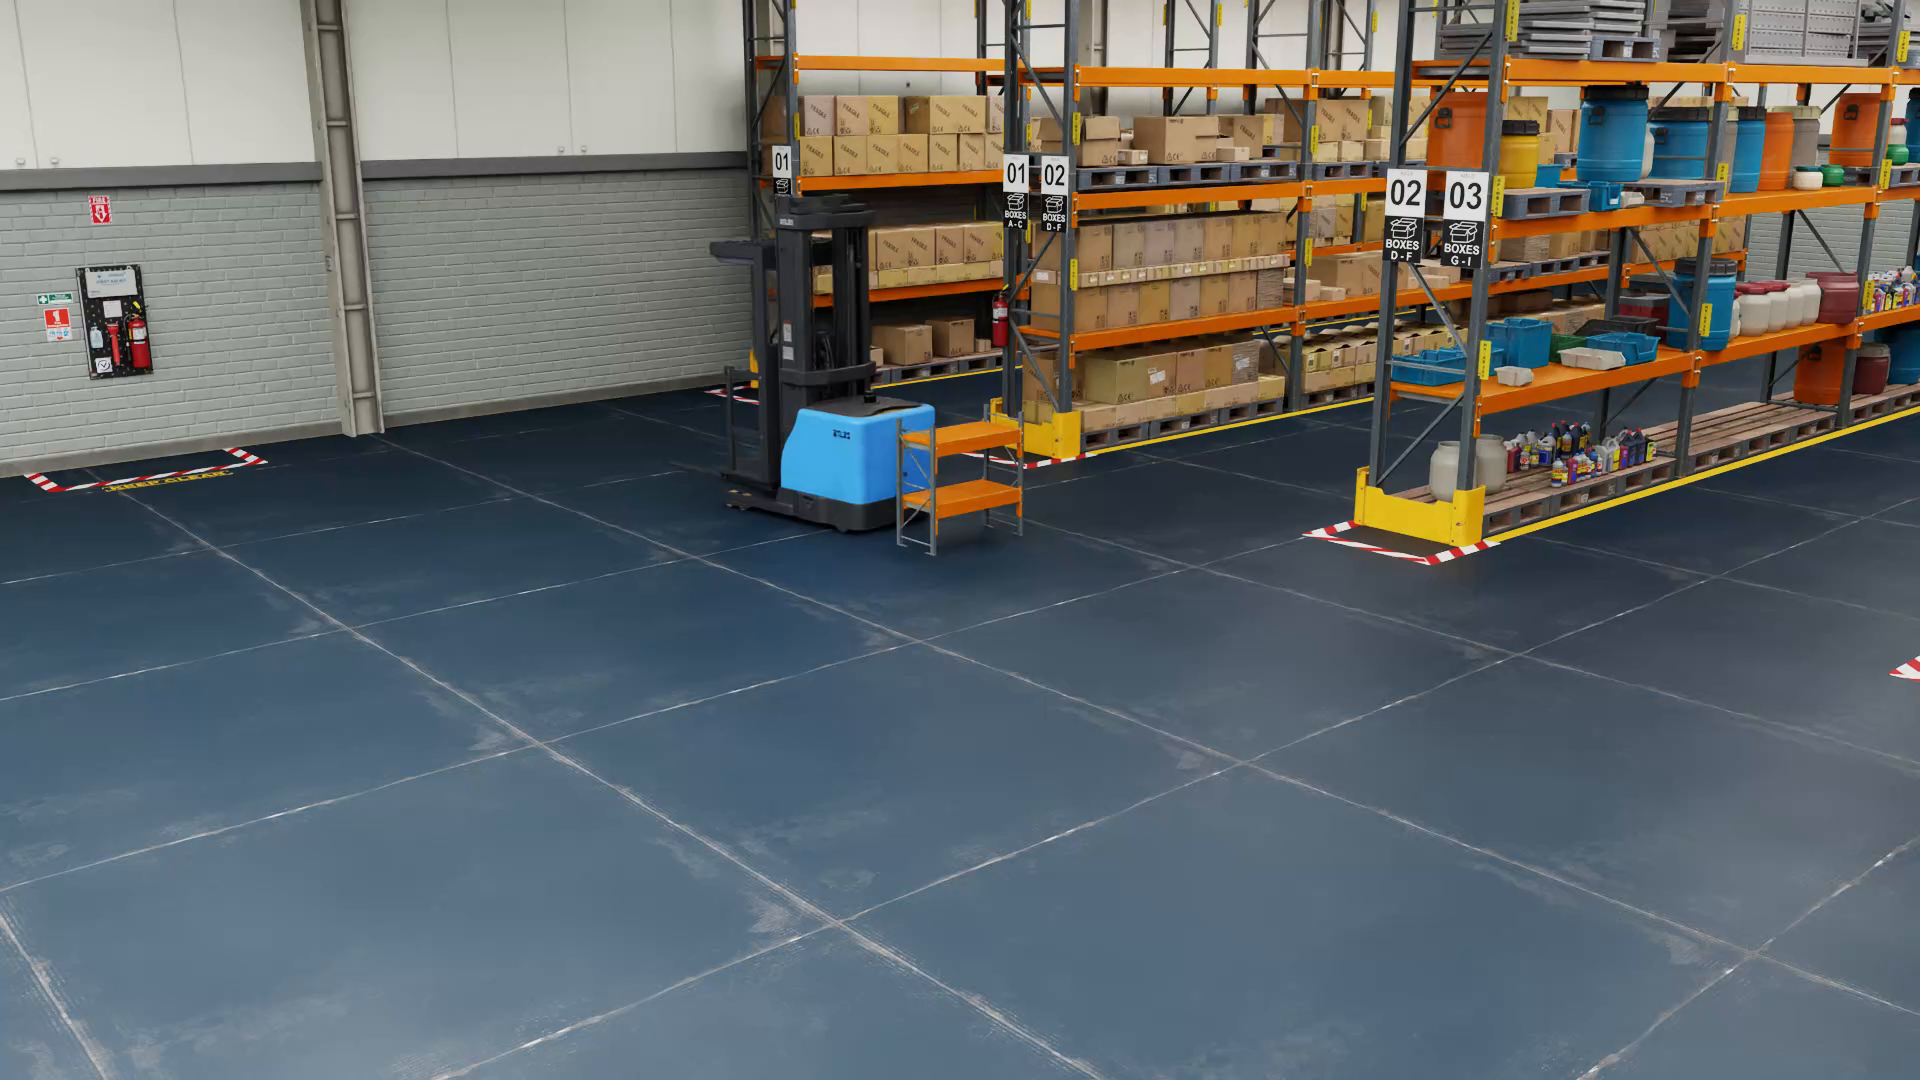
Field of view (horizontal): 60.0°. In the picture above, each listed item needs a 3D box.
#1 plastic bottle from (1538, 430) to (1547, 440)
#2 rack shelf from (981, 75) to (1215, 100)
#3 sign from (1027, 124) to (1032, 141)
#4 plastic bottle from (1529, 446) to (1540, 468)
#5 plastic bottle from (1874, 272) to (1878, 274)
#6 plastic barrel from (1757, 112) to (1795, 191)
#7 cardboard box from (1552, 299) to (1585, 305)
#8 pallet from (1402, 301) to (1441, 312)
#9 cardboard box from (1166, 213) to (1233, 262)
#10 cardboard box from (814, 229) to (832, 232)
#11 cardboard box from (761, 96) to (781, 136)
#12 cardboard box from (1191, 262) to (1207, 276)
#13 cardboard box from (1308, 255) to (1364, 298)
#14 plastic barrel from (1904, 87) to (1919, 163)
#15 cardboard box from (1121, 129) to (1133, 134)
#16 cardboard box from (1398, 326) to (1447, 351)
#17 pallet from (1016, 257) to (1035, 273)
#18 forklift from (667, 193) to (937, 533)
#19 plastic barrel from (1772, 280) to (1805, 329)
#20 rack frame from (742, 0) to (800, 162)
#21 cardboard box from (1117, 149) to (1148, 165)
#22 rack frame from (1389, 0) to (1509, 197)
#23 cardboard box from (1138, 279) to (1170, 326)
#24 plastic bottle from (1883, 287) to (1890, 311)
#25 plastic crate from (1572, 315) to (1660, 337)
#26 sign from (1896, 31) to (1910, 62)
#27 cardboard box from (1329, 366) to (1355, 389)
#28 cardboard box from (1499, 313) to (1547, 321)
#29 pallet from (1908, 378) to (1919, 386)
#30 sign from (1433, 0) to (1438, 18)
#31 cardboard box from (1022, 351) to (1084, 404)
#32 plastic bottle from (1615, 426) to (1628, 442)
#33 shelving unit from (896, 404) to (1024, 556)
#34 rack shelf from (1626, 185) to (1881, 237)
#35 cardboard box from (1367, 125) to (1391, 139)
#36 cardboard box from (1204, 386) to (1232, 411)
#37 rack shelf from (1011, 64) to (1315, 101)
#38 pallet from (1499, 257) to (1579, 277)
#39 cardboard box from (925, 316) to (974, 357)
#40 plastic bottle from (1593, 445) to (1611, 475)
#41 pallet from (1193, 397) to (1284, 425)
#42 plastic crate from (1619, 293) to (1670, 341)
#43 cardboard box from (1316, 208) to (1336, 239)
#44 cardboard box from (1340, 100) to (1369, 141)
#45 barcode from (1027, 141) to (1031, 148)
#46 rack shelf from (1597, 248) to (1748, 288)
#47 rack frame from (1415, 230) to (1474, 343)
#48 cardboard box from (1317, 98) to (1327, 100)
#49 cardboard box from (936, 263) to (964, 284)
[{"bbox_3d":[5.938,-0.972,16.988,0.133,0.283,0.061,-12,19,-37],"label":"plastic bottle"},{"bbox_3d":[2.119,-6.805,24.957,4.000,0.370,1.077,-13,19,-39],"label":"rack shelf"},{"bbox_3d":[0.972,-5.703,23.474,0.005,0.325,0.100,-13,19,-39],"label":"sign"},{"bbox_3d":[5.741,-0.833,16.626,0.097,0.201,0.097,0,15,0],"label":"plastic bottle"},{"bbox_3d":[11.922,-3.349,21.702,0.133,0.283,0.061,-13,19,-39],"label":"plastic bottle"},{"bbox_3d":[8.875,-4.306,18.415,0.708,0.830,0.600,-13,19,-39],"label":"plastic barrel"},{"bbox_3d":[9.375,-3.470,25.921,0.500,0.500,0.500,-14,20,-42],"label":"cardboard box"},{"bbox_3d":[8.191,-4.438,30.955,1.213,0.211,1.003,-13,19,-39],"label":"pallet"},{"bbox_3d":[2.775,-3.573,19.606,0.500,0.500,0.700,-13,20,-39],"label":"cardboard box"},{"bbox_3d":[-1.805,-3.935,22.468,0.500,0.500,0.500,-12,19,-39],"label":"cardboard box"},{"bbox_3d":[-2.254,-5.545,21.714,0.500,0.500,0.500,-12,19,-37],"label":"cardboard box"},{"bbox_3d":[2.643,-3.158,19.311,0.250,0.149,0.380,-12,19,-38],"label":"cardboard box"},{"bbox_3d":[4.852,-3.409,21.507,0.500,0.500,0.500,-11,18,-35],"label":"cardboard box"},{"bbox_3d":[11.961,-5.110,20.472,0.708,0.901,0.600,-13,19,-39],"label":"plastic barrel"},{"bbox_3d":[2.589,-6.093,25.698,0.637,0.503,0.797,-9,18,-32],"label":"cardboard box"},{"bbox_3d":[6.261,-2.742,22.630,0.500,0.311,0.500,-13,20,-40],"label":"cardboard box"},{"bbox_3d":[1.282,-4.117,24.722,1.213,0.211,1.003,-13,19,-39],"label":"pallet"},{"bbox_3d":[-1.636,-1.782,15.741,3.031,2.935,1.130,14,20,41],"label":"forklift"},{"bbox_3d":[9.177,-2.624,18.545,0.421,0.512,0.421,0,15,0],"label":"plastic barrel"},{"bbox_3d":[-2.408,-6.329,21.008,0.127,3.000,1.000,-13,19,-39],"label":"rack frame"},{"bbox_3d":[1.850,-4.230,18.365,0.250,0.149,0.380,-13,19,-39],"label":"cardboard box"},{"bbox_3d":[4.096,-4.401,13.787,0.127,3.000,1.000,-13,19,-39],"label":"rack frame"},{"bbox_3d":[1.979,-2.765,19.095,0.500,0.500,0.700,-12,19,-39],"label":"cardboard box"},{"bbox_3d":[11.150,-2.904,20.034,0.133,0.283,0.061,-13,19,-39],"label":"plastic bottle"},{"bbox_3d":[6.635,-2.086,16.867,0.504,0.338,0.767,-13,19,-39],"label":"plastic crate"},{"bbox_3d":[10.497,-5.494,18.506,0.005,0.325,0.100,-13,19,-39],"label":"sign"},{"bbox_3d":[4.718,-2.126,21.410,0.500,0.250,0.500,-12,19,-38],"label":"cardboard box"},{"bbox_3d":[8.186,-3.023,24.244,0.500,0.500,0.500,-13,20,-40],"label":"cardboard box"},{"bbox_3d":[12.539,-2.065,22.073,1.213,0.211,1.003,-13,19,-39],"label":"pallet"},{"bbox_3d":[6.519,-7.314,22.732,0.005,0.325,0.100,-13,19,-39],"label":"sign"},{"bbox_3d":[1.056,-1.853,18.935,0.500,0.500,0.500,-13,19,-39],"label":"cardboard box"},{"bbox_3d":[6.722,-0.975,16.870,0.185,0.351,0.144,-13,19,-39],"label":"plastic bottle"},{"bbox_3d":[0.005,-0.545,14.609,1.048,1.125,0.538,-13,19,-39],"label":"shelving unit"},{"bbox_3d":[8.622,-3.620,18.072,4.000,0.370,1.077,-13,19,-39],"label":"rack shelf"},{"bbox_3d":[7.339,-7.157,29.204,0.500,0.250,0.500,-13,20,-40],"label":"cardboard box"},{"bbox_3d":[2.907,-1.728,19.920,0.500,0.250,0.500,-13,19,-39],"label":"cardboard box"},{"bbox_3d":[2.356,-5.164,18.813,4.000,0.370,1.077,-13,19,-39],"label":"rack shelf"},{"bbox_3d":[8.346,-4.060,24.509,1.213,0.211,1.003,-13,19,-39],"label":"pallet"},{"bbox_3d":[-0.147,-2.930,23.897,0.500,0.500,0.500,14,21,43],"label":"cardboard box"},{"bbox_3d":[6.303,-0.797,16.348,0.135,0.276,0.152,-12,19,-38],"label":"plastic bottle"},{"bbox_3d":[3.237,-1.671,20.597,1.213,0.211,1.003,-13,19,-39],"label":"pallet"},{"bbox_3d":[7.278,-2.352,17.620,0.583,0.464,0.402,-13,19,-39],"label":"plastic crate"},{"bbox_3d":[6.084,-5.450,28.531,0.500,0.500,0.500,-12,19,-39],"label":"cardboard box"},{"bbox_3d":[4.770,-5.284,20.932,0.500,0.500,0.500,-10,18,-34],"label":"cardboard box"},{"bbox_3d":[0.758,-4.342,18.255,0.075,0.075,0.001,-13,19,-39],"label":"barcode"},{"bbox_3d":[11.408,-4.491,27.146,4.000,0.370,1.077,-13,19,-39],"label":"rack shelf"},{"bbox_3d":[6.882,-3.822,23.248,0.127,3.000,1.000,-13,19,-39],"label":"rack frame"},{"bbox_3d":[5.895,-7.413,28.376,0.500,0.250,0.500,-11,18,-35],"label":"cardboard box"},{"bbox_3d":[-0.299,-3.735,23.174,0.500,0.250,0.500,-13,20,-40],"label":"cardboard box"}]
